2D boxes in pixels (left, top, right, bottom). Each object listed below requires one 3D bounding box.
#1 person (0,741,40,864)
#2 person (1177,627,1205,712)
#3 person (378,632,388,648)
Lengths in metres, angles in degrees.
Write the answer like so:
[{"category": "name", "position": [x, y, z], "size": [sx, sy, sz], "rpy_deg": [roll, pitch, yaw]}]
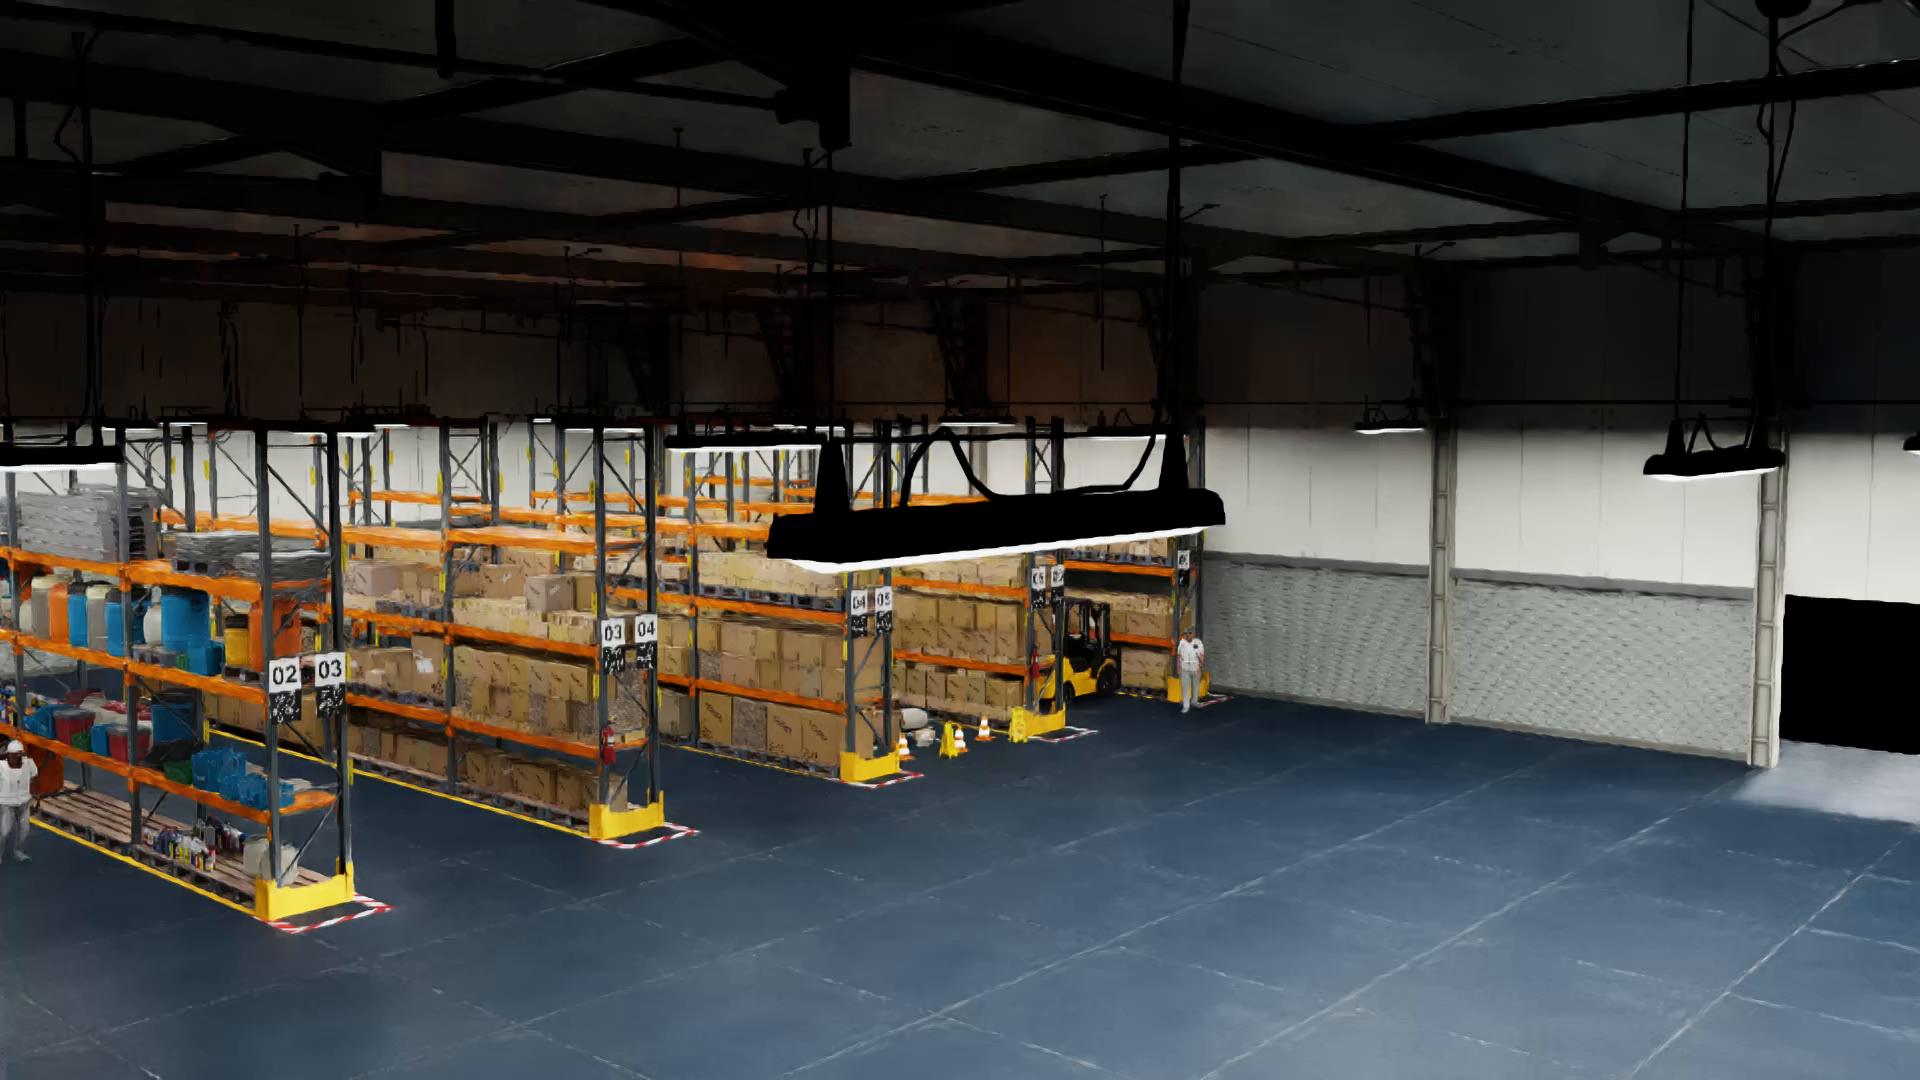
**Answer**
[{"category": "person", "position": [-12.982, 3.589, 22.799], "size": [0.578, 1.713, 0.719], "rpy_deg": [4, 6, 39]}, {"category": "person", "position": [4.740, 2.628, 34.126], "size": [0.570, 1.739, 0.721], "rpy_deg": [1, 5, 11]}, {"category": "person", "position": [-13.902, 2.237, 39.830], "size": [0.467, 1.592, 0.516], "rpy_deg": [1, 5, 12]}]
